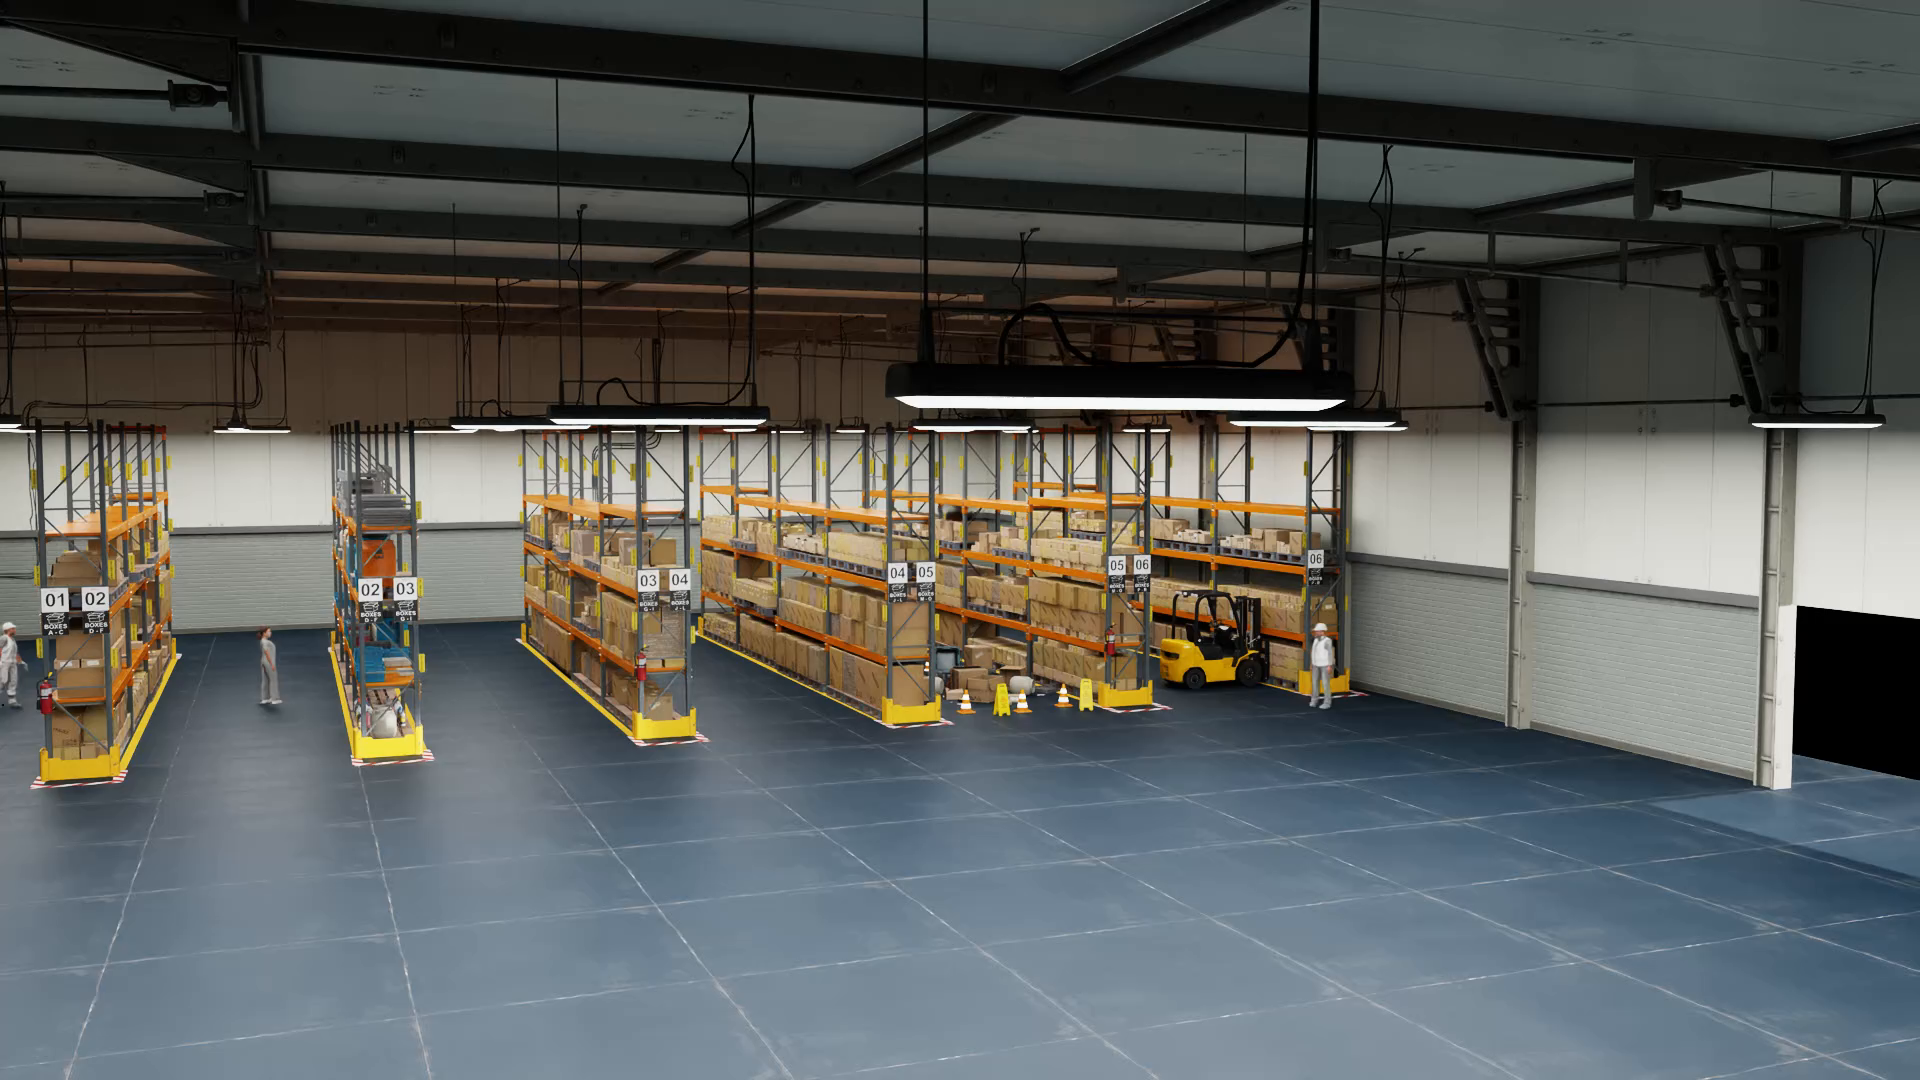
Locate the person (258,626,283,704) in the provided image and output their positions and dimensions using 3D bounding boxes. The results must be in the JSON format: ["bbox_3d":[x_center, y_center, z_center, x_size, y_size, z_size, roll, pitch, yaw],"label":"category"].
[{"bbox_3d":[-14.717,2.660,35.491,0.448,1.666,0.505,-3,5,-42],"label":"person"}]

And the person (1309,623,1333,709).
[{"bbox_3d":[7.600,2.638,35.052,0.420,1.777,0.578,-2,4,-30],"label":"person"}]

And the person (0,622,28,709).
[{"bbox_3d":[-20.072,2.648,35.080,0.465,1.800,0.693,1,4,12],"label":"person"}]
